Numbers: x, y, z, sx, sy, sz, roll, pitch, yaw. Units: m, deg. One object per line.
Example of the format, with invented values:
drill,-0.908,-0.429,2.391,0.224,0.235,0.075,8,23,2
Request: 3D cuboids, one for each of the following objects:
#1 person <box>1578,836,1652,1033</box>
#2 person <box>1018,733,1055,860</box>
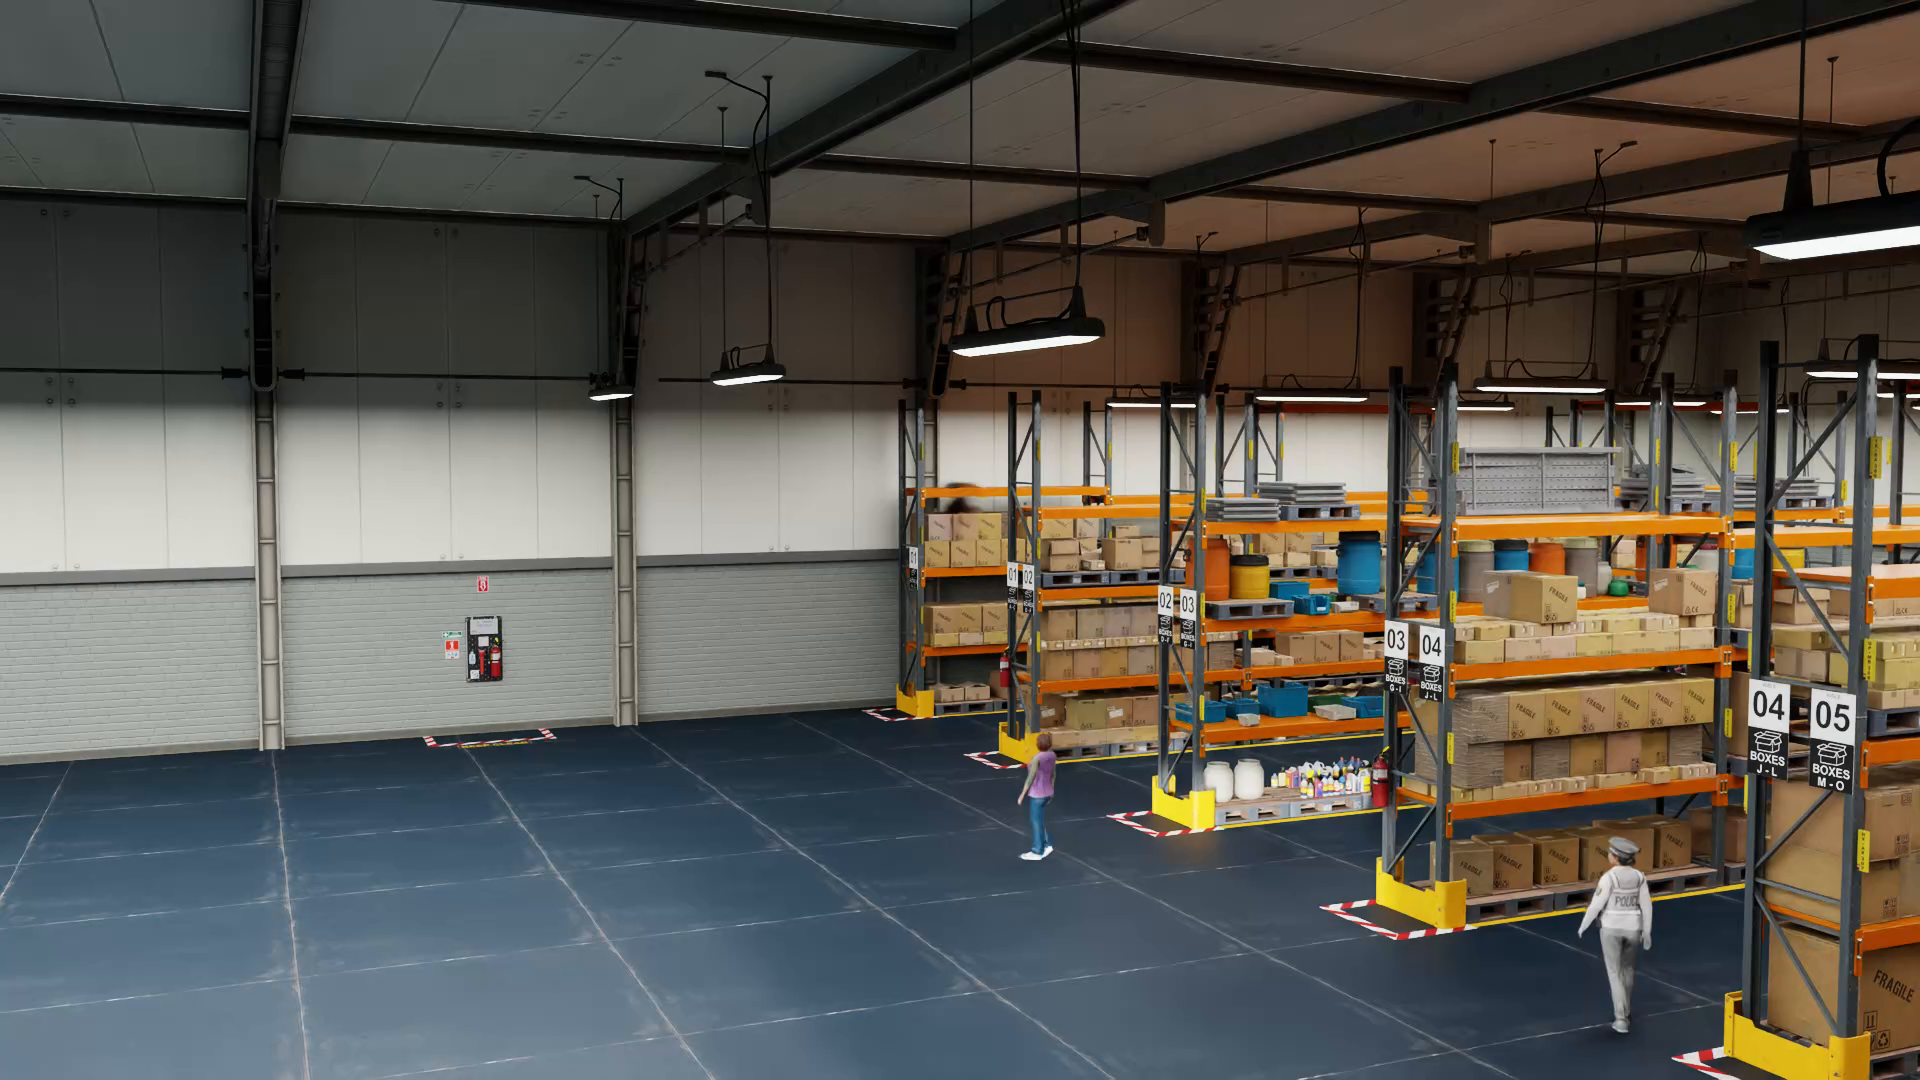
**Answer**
person,5.813,3.462,14.724,0.591,1.682,0.786,0,3,2
person,0.950,3.172,20.543,0.419,1.611,0.444,1,4,24
